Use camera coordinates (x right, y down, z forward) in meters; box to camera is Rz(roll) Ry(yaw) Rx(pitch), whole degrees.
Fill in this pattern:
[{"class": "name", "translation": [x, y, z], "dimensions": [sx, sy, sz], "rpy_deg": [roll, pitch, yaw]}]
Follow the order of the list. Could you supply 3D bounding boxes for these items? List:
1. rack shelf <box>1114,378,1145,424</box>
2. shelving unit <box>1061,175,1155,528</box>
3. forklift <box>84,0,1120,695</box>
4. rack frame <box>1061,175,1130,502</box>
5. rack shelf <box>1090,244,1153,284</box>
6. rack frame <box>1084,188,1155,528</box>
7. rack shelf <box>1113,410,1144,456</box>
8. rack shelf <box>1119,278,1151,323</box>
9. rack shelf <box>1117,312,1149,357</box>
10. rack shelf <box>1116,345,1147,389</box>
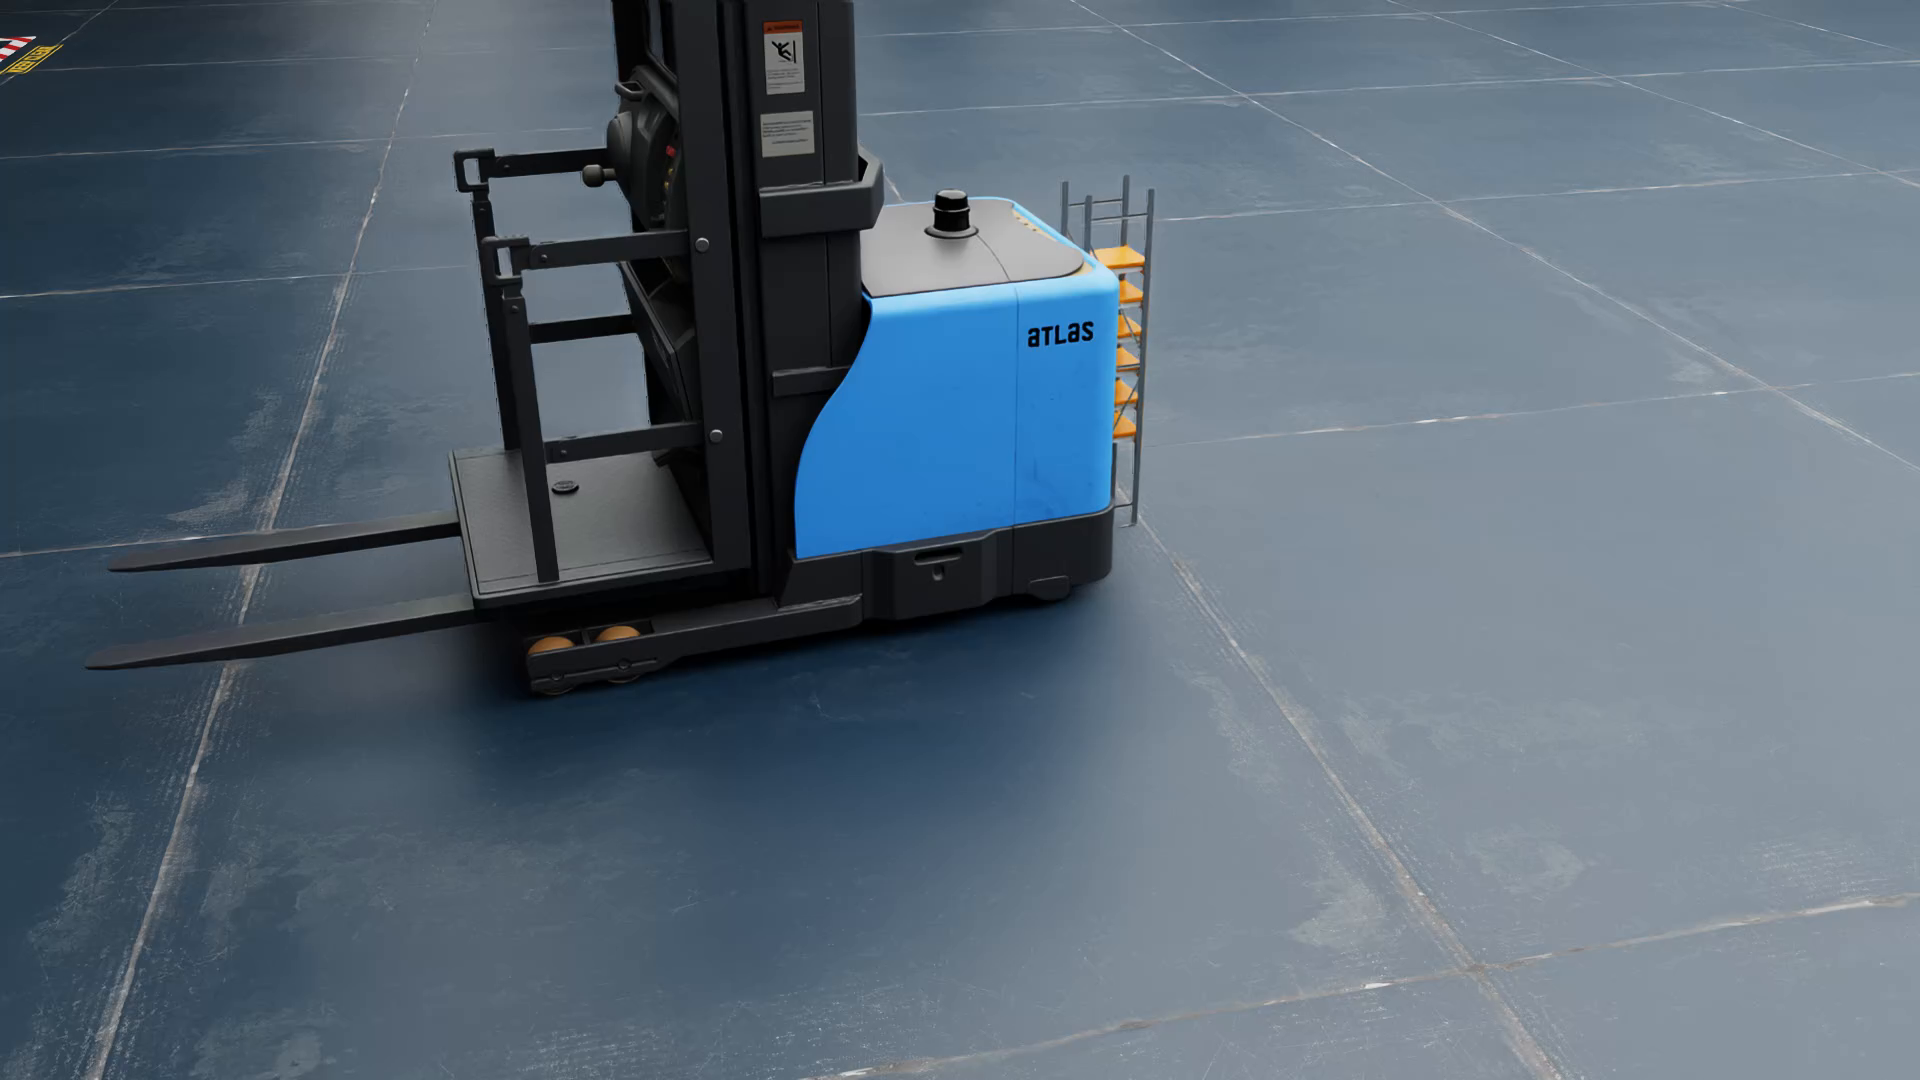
[{"class": "rack shelf", "translation": [0.477, -0.461, 5.697], "dimensions": [0.258, 0.103, 0.180], "rpy_deg": [-10, 28, -18]}, {"class": "shelving unit", "translation": [0.477, -0.608, 5.623], "dimensions": [0.258, 1.200, 0.189], "rpy_deg": [-10, 28, -18]}, {"class": "forklift", "translation": [-1.081, -1.124, 4.725], "dimensions": [3.031, 2.935, 1.130], "rpy_deg": [-9, 28, -17]}, {"class": "rack frame", "translation": [0.445, -0.646, 5.699], "dimensions": [0.240, 1.200, 0.006], "rpy_deg": [-10, 28, -18]}, {"class": "rack shelf", "translation": [0.477, -0.890, 5.480], "dimensions": [0.258, 0.103, 0.180], "rpy_deg": [-10, 28, -18]}, {"class": "rack frame", "translation": [0.509, -0.569, 5.546], "dimensions": [0.240, 1.200, 0.006], "rpy_deg": [-10, 28, -18]}, {"class": "rack shelf", "translation": [0.477, -0.354, 5.751], "dimensions": [0.258, 0.103, 0.180], "rpy_deg": [-10, 28, -18]}, {"class": "rack shelf", "translation": [0.477, -0.782, 5.535], "dimensions": [0.258, 0.103, 0.180], "rpy_deg": [-10, 28, -18]}, {"class": "rack shelf", "translation": [0.477, -0.675, 5.589], "dimensions": [0.258, 0.103, 0.180], "rpy_deg": [-10, 28, -18]}, {"class": "rack shelf", "translation": [0.477, -0.568, 5.643], "dimensions": [0.258, 0.103, 0.180], "rpy_deg": [-10, 28, -18]}]
